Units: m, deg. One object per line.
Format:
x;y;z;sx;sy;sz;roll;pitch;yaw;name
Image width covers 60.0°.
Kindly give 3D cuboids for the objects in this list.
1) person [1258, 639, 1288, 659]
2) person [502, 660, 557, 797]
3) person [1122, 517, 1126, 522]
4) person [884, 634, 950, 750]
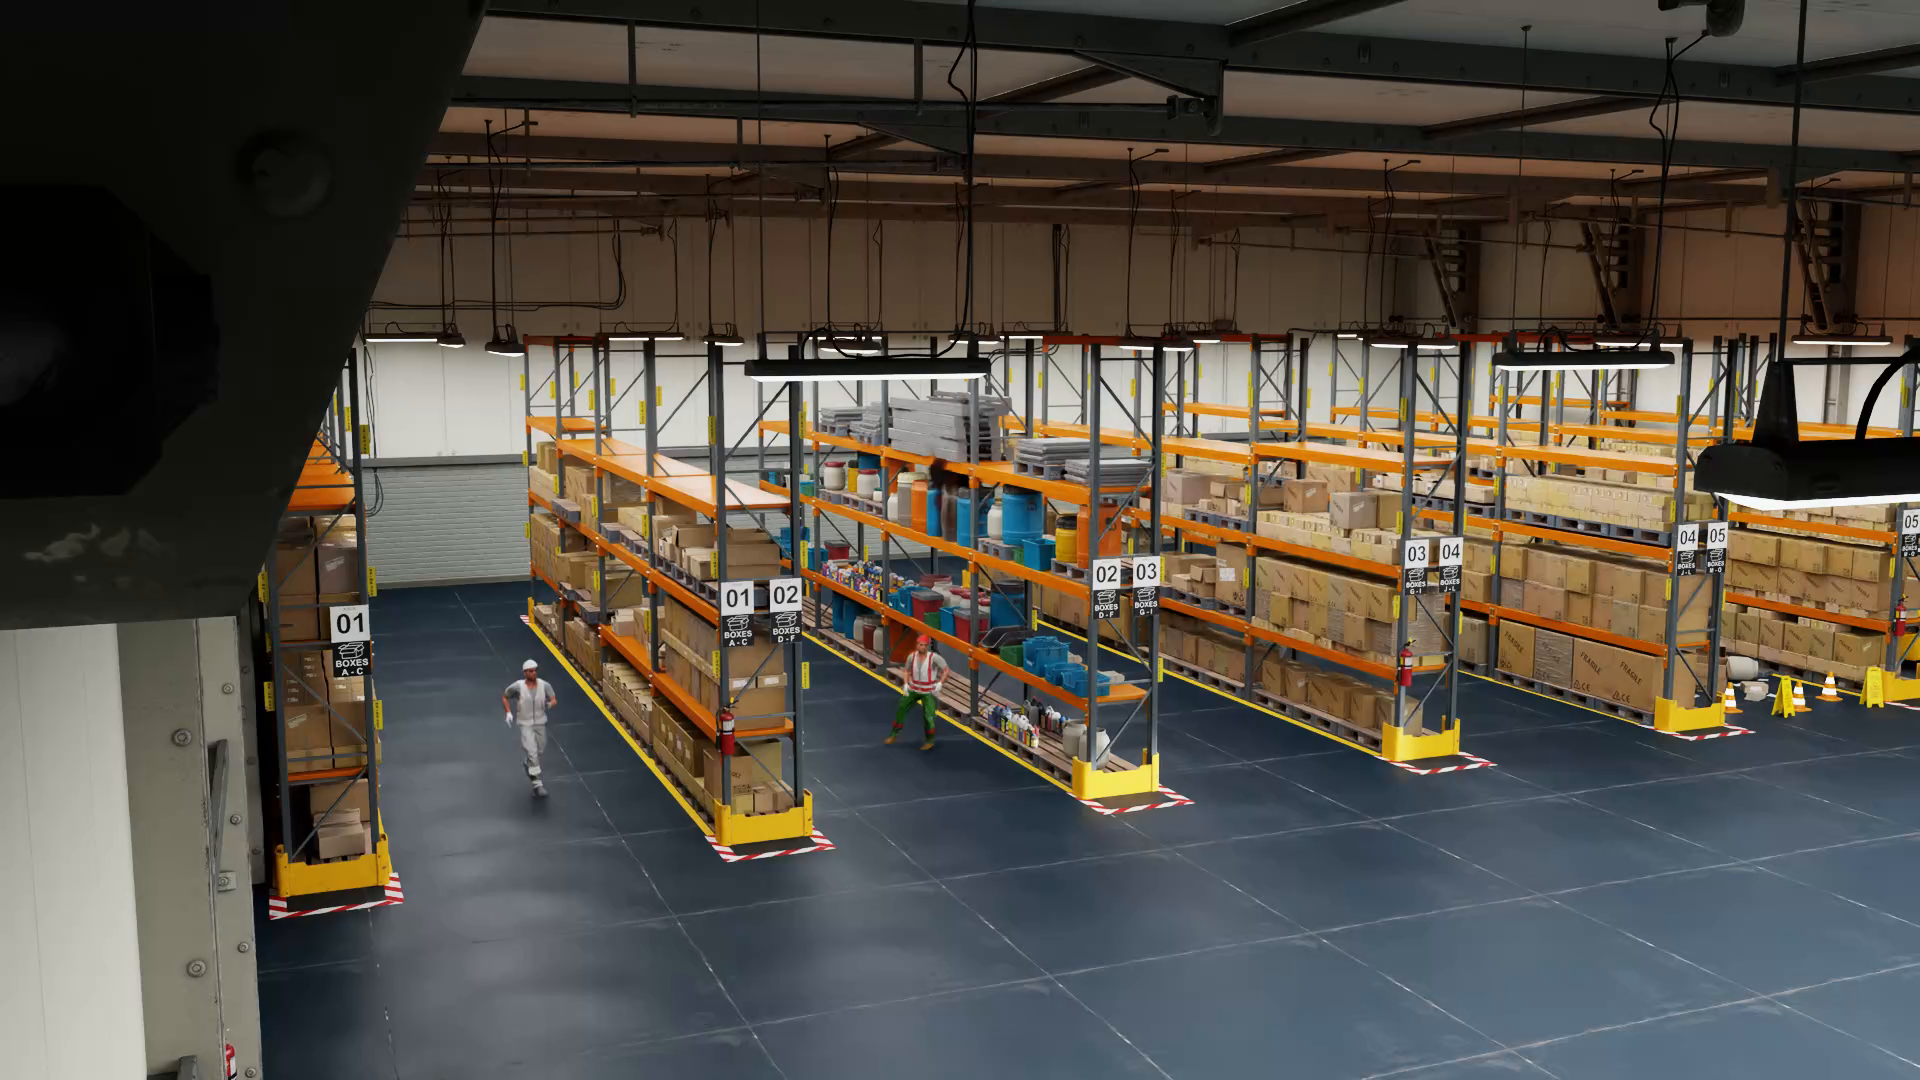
5.838;1.406;30.546;0.749;1.744;0.719;-3;8;-22;person
-5.733;2.465;22.253;0.671;1.770;0.990;-5;9;-31;person
3.822;0.017;40.908;0.625;1.761;0.688;0;8;0;person
-0.653;2.234;24.578;0.980;1.711;0.455;2;8;18;person
